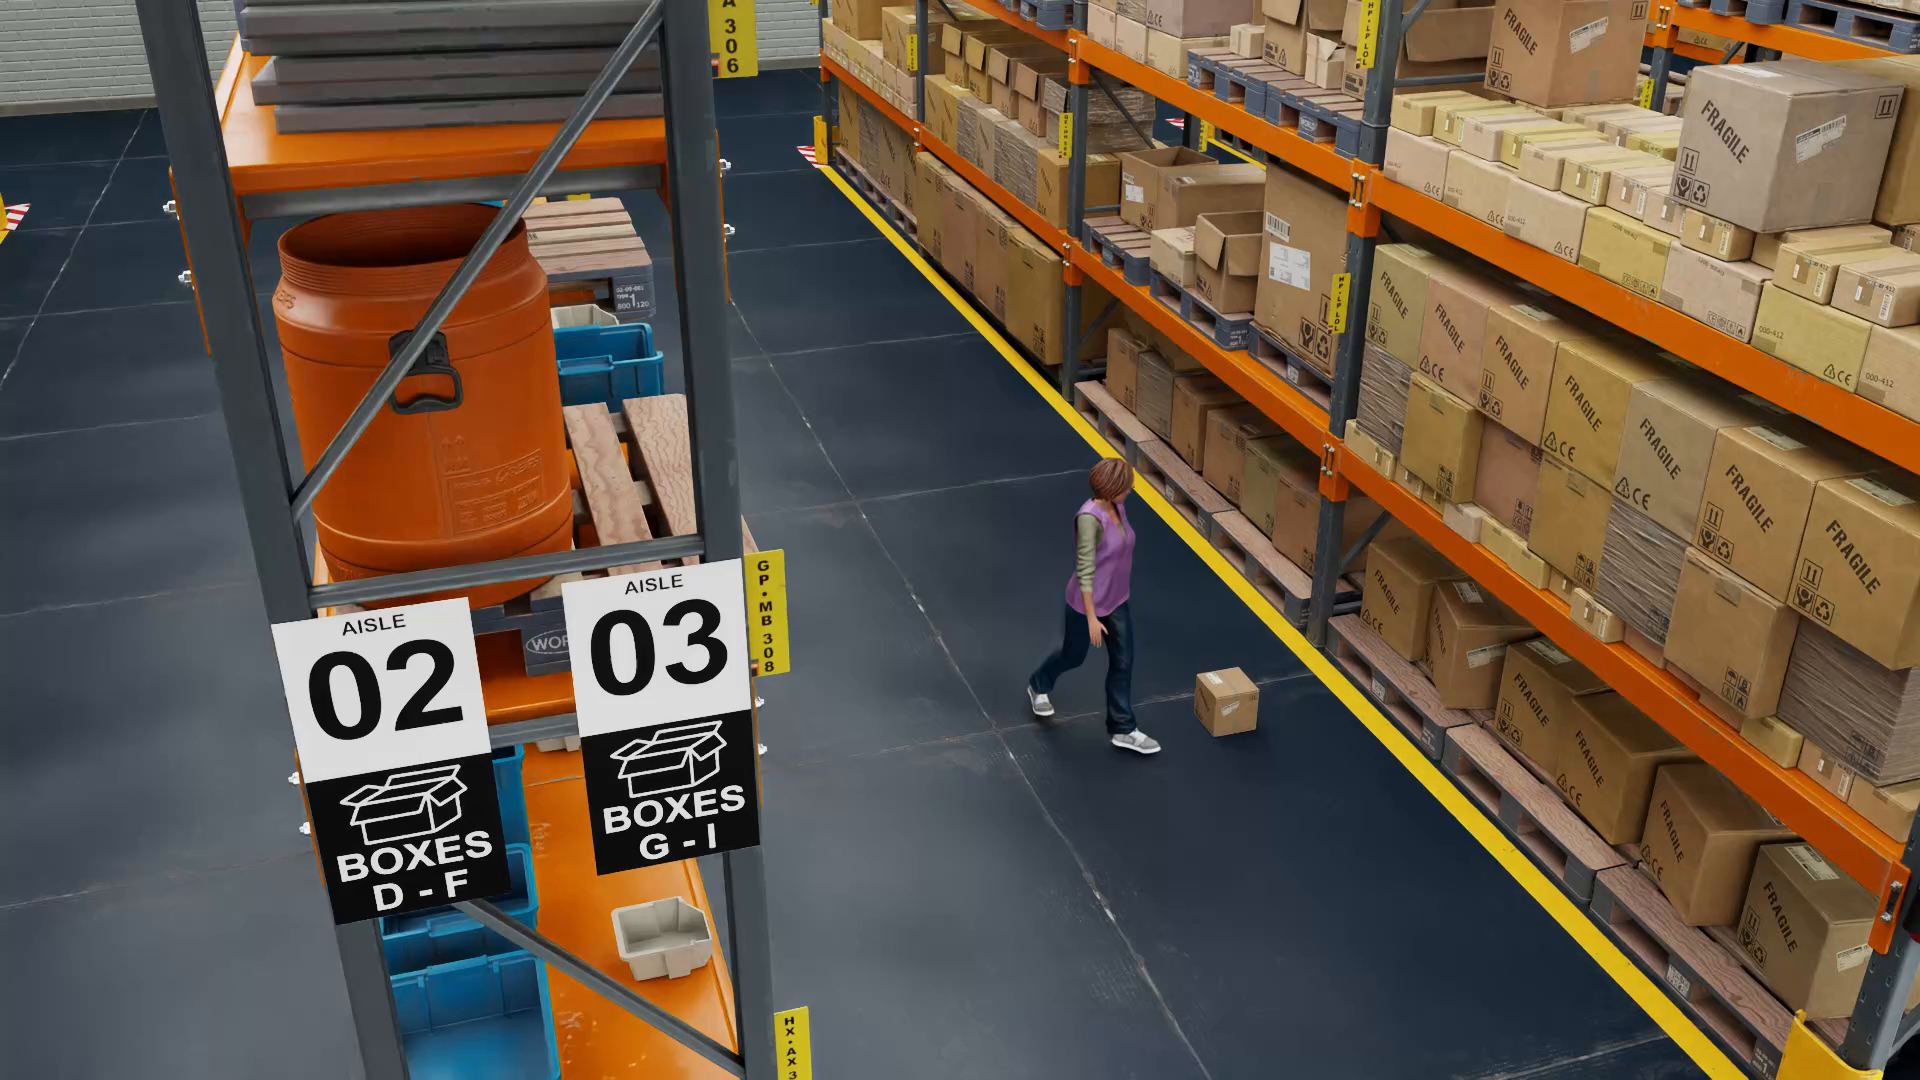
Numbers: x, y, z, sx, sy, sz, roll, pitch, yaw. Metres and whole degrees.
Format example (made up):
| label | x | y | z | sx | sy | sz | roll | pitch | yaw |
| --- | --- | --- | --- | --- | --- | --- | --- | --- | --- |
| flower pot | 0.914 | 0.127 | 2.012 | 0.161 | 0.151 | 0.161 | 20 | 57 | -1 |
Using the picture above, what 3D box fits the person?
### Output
| label | x | y | z | sx | sy | sz | roll | pitch | yaw |
| --- | --- | --- | --- | --- | --- | --- | --- | --- | --- |
| person | 0.683 | 0.324 | 8.488 | 0.827 | 1.552 | 0.482 | 21 | 33 | 35 |
